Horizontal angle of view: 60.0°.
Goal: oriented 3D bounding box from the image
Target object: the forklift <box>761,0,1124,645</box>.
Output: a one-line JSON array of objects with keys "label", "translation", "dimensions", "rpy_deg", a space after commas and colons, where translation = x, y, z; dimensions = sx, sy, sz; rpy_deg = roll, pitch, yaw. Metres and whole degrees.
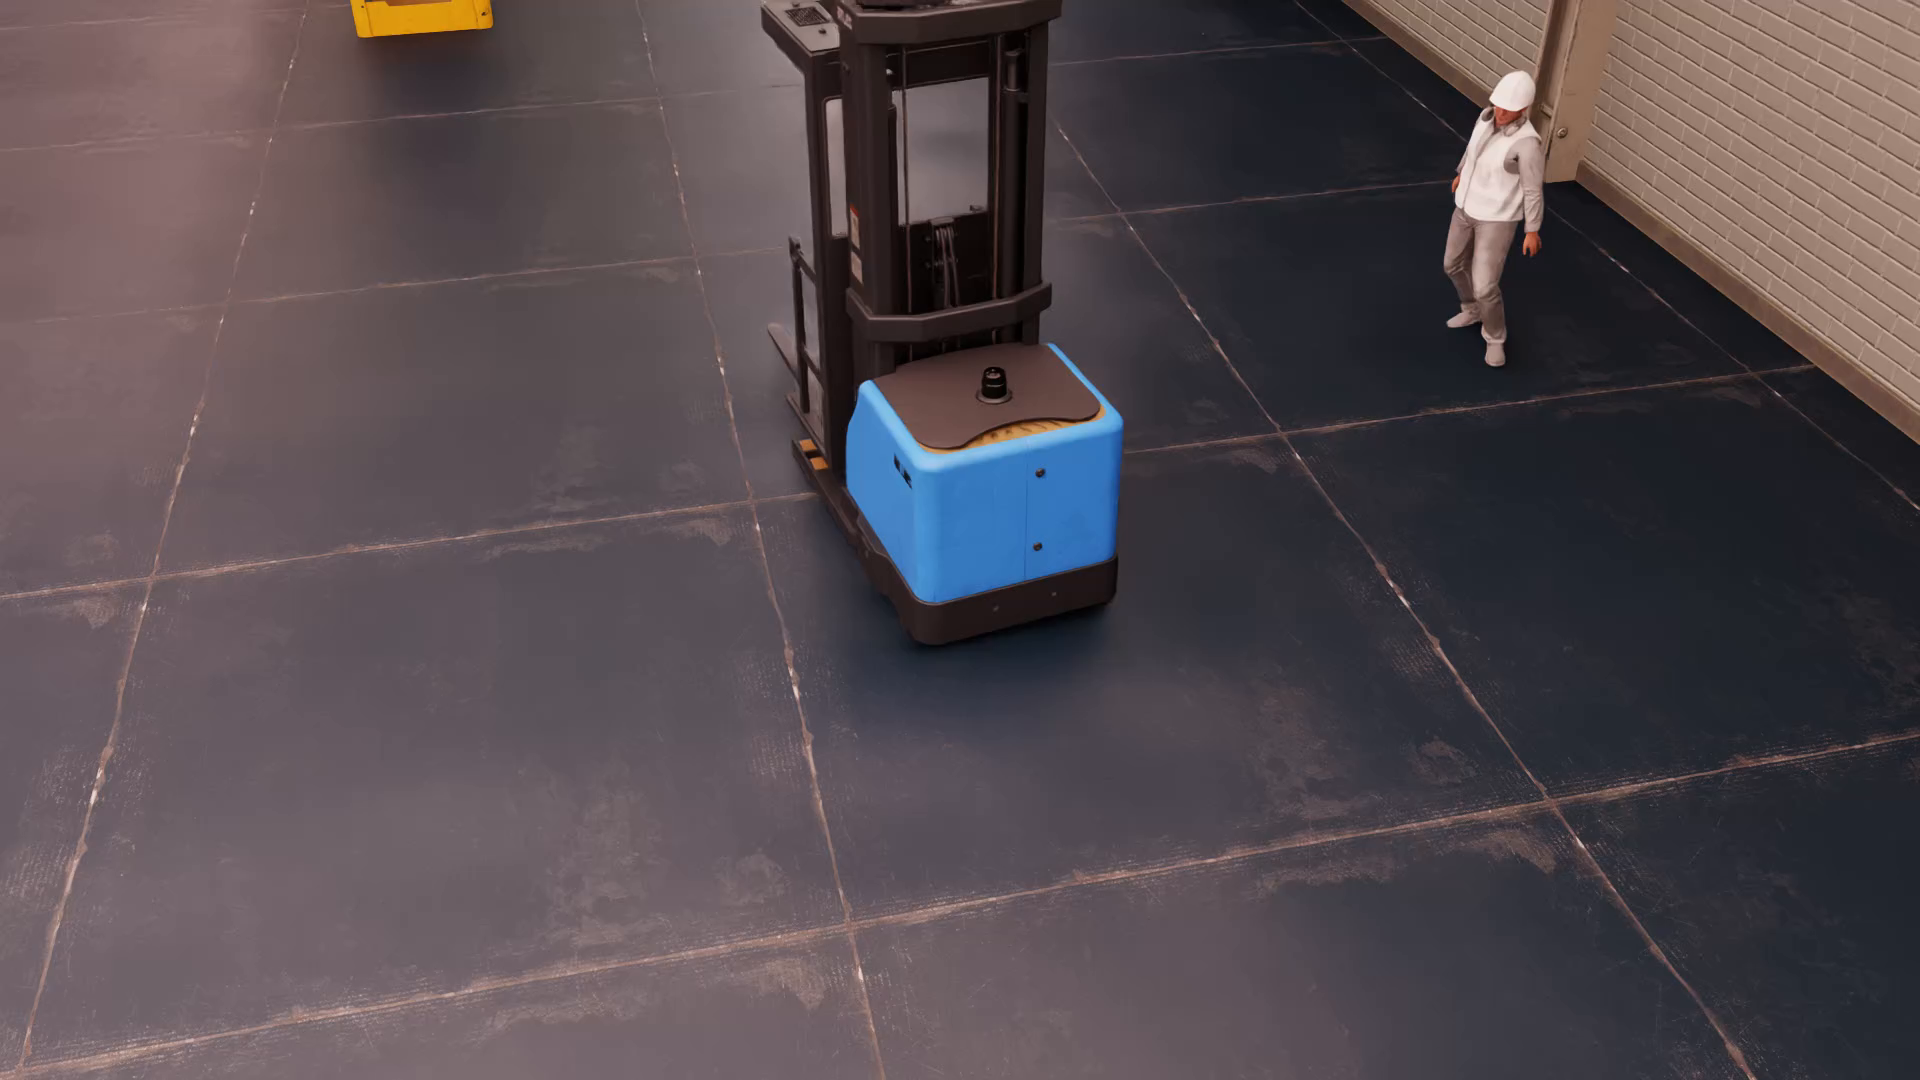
[{"label": "forklift", "translation": [-0.270, -1.556, 8.212], "dimensions": [1.130, 2.935, 3.031], "rpy_deg": [-14, 38, -18]}]

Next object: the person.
[{"label": "person", "translation": [3.148, -1.958, 9.845], "dimensions": [0.474, 1.747, 0.870], "rpy_deg": [-11, 37, -14]}]
